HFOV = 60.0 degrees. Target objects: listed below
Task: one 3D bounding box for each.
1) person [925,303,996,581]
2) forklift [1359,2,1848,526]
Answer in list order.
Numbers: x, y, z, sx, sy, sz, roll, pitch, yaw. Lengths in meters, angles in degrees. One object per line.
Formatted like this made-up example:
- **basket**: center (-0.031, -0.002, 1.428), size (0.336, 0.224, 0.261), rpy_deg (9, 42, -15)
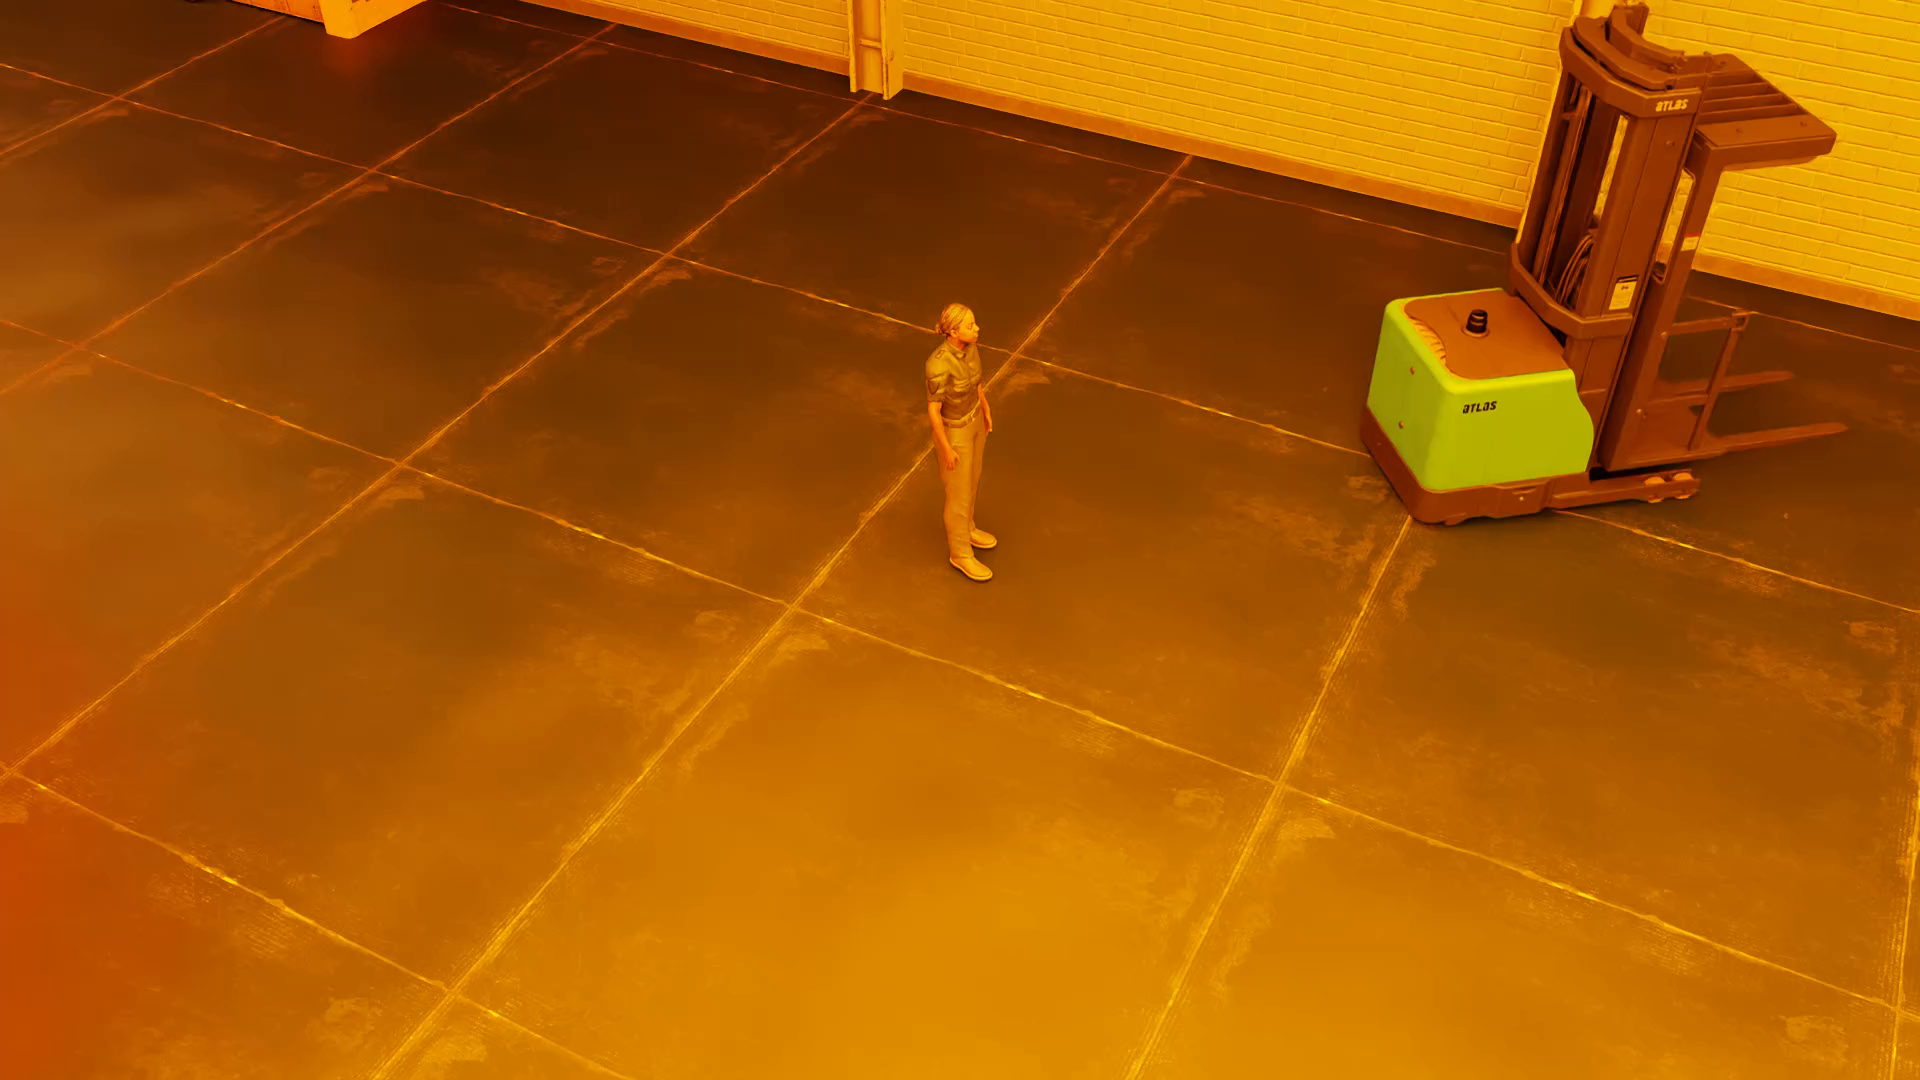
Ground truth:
- **person**: center (0.069, -0.601, 9.679), size (0.503, 1.656, 0.569), rpy_deg (18, 43, 21)
- **forklift**: center (4.208, -1.686, 9.988), size (3.031, 2.935, 1.130), rpy_deg (-8, 41, -9)
